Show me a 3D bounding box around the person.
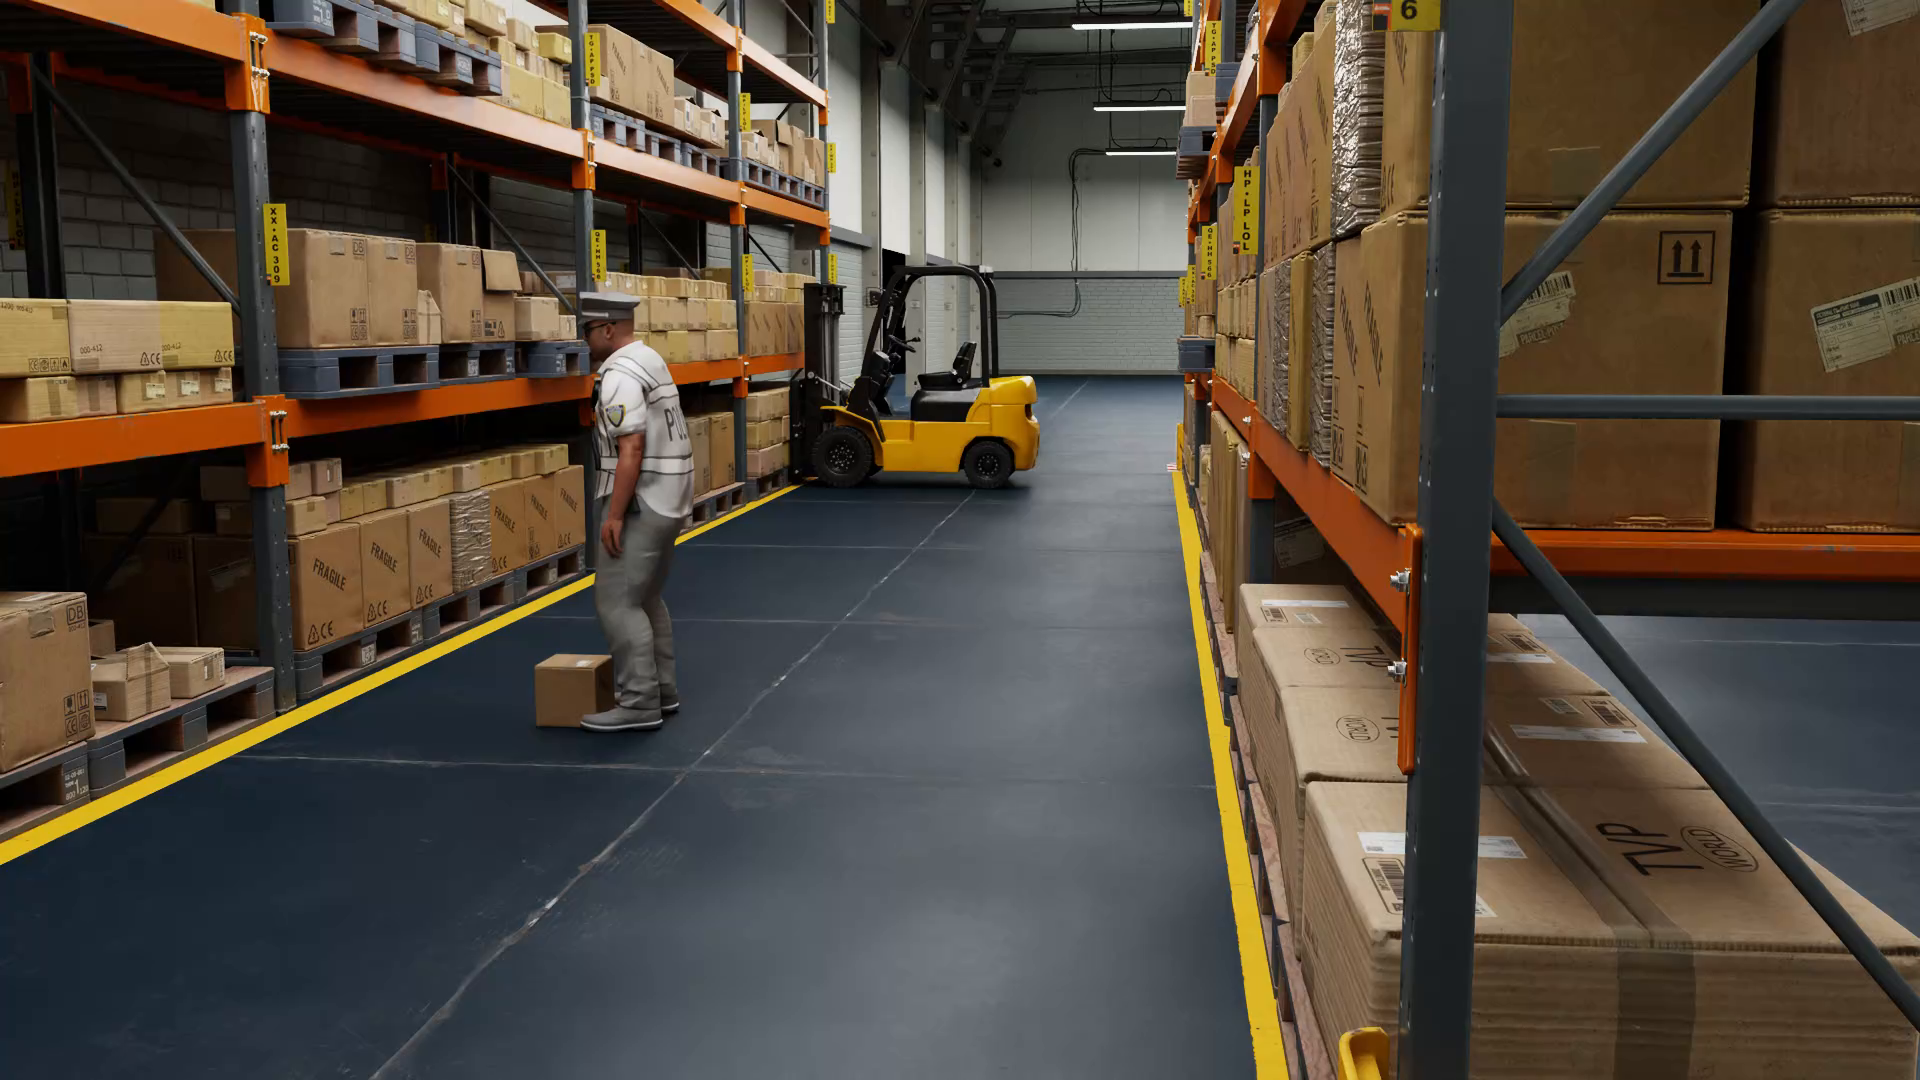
[{"bbox_3d":[-1.298,-0.123,6.694,0.439,1.746,0.591,0,8,4],"label":"person"}]
